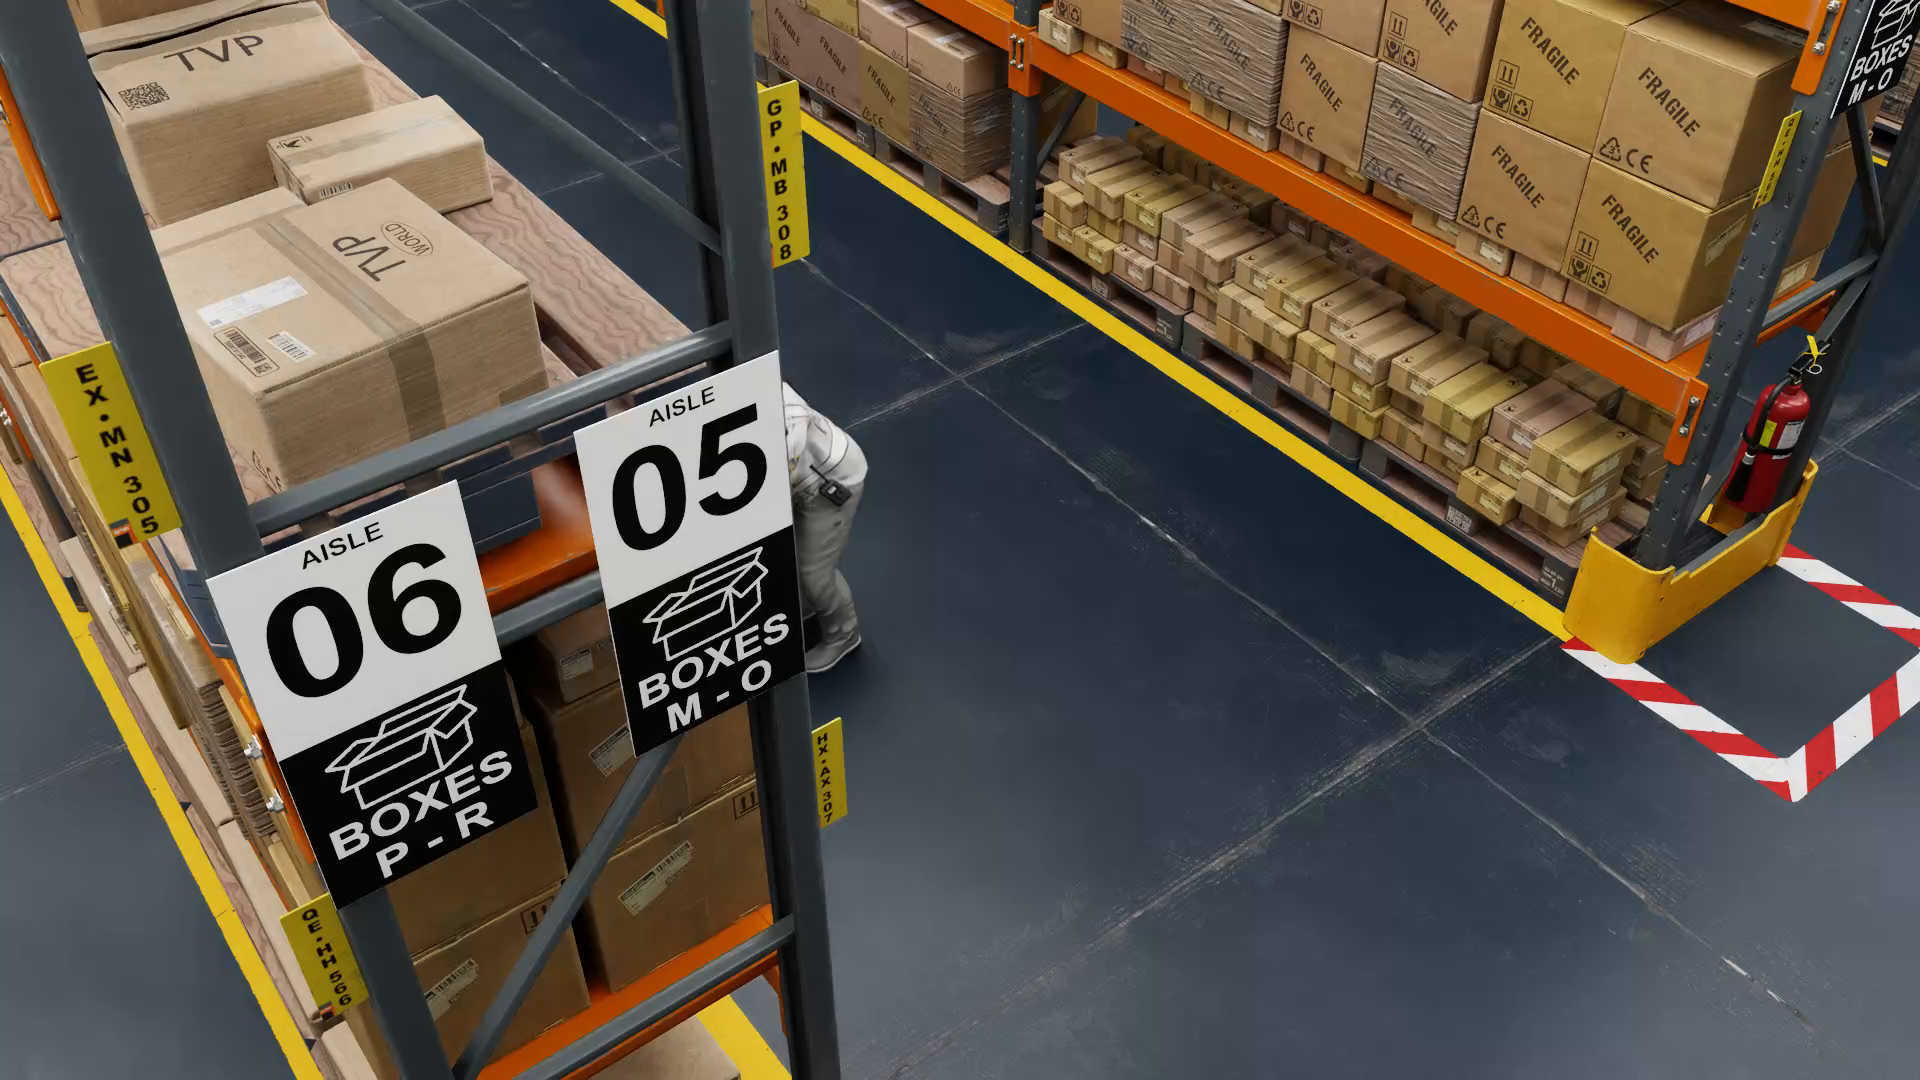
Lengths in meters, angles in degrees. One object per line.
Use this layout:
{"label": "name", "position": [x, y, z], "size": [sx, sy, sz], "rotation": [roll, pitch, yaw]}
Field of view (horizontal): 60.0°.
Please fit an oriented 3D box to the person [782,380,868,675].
{"label": "person", "position": [-0.700, -0.137, 6.396], "size": [0.662, 1.571, 0.456], "rotation": [-27, 48, -28]}
